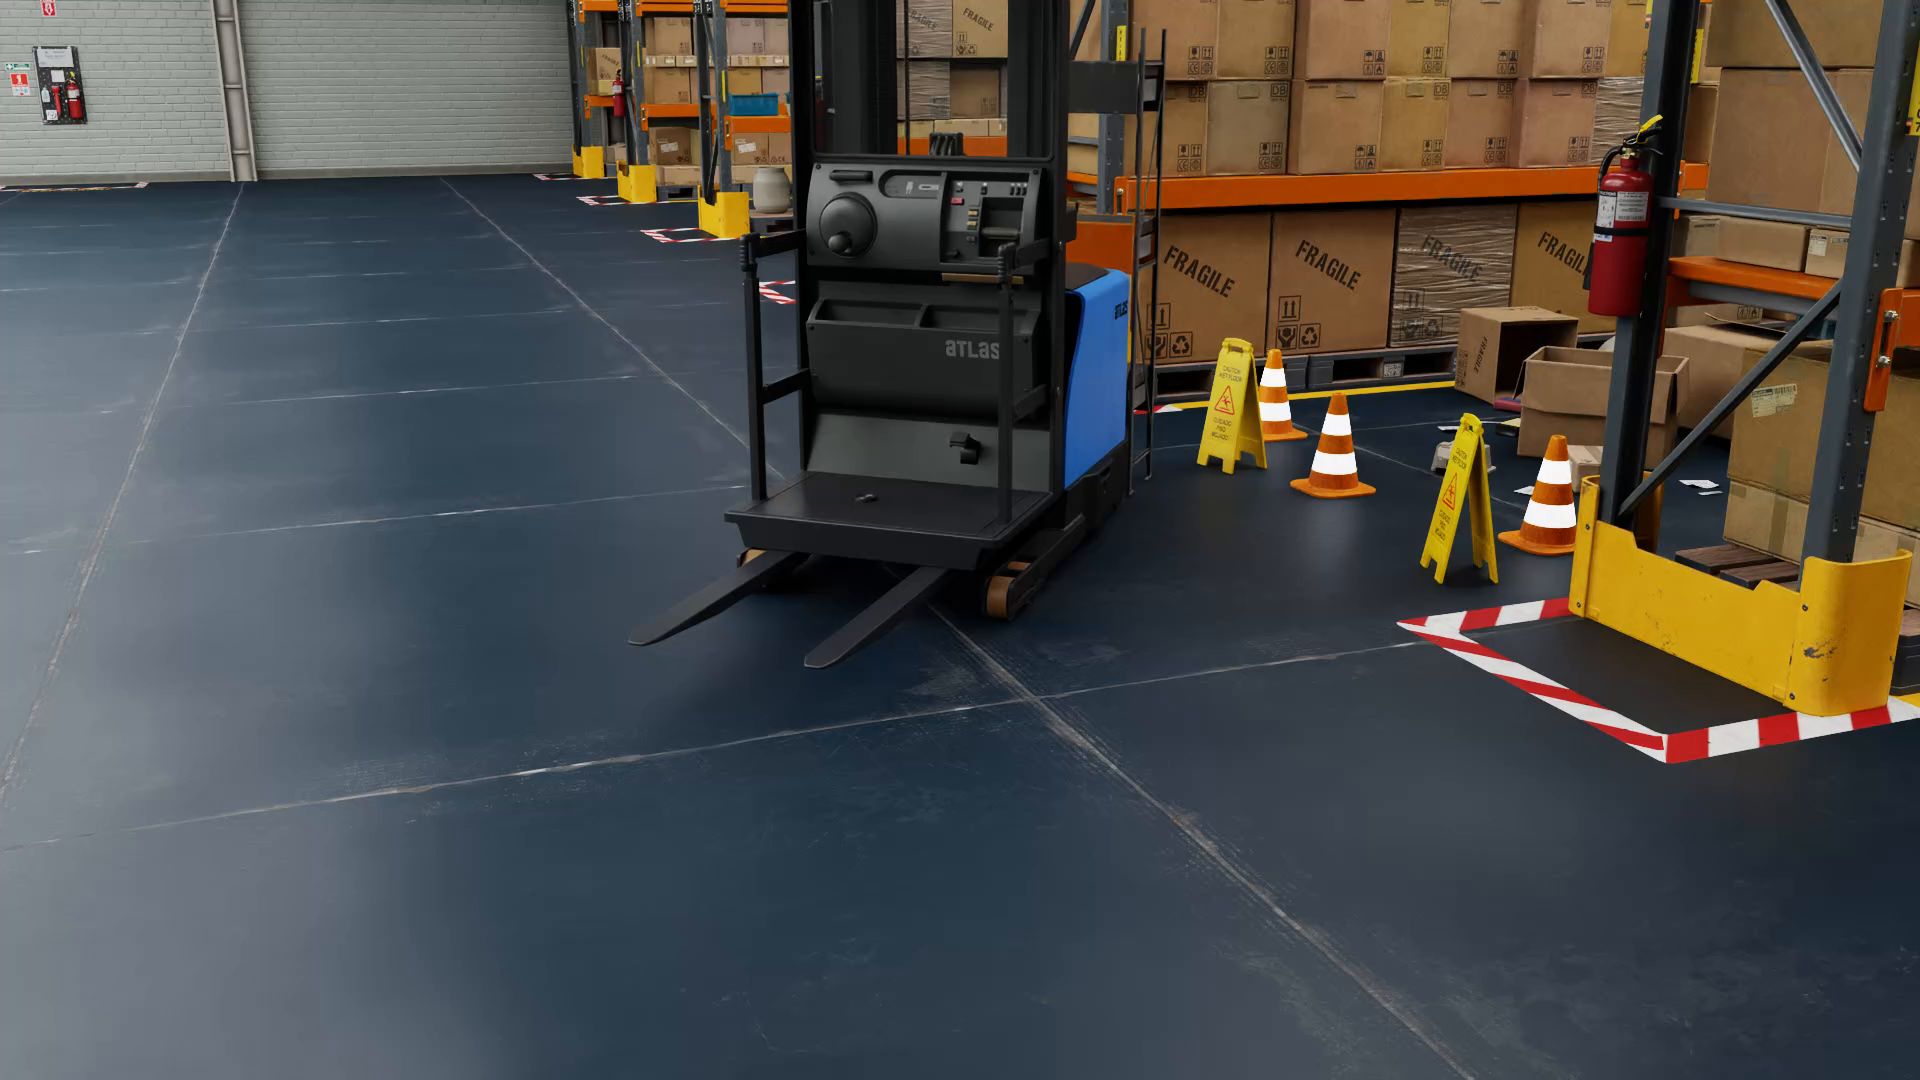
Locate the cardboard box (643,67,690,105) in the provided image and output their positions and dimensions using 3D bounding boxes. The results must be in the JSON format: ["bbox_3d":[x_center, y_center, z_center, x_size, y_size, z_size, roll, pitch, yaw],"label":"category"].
[{"bbox_3d":[-4.095,-6.349,23.216,0.500,0.500,0.700,-6,17,-20],"label":"cardboard box"}]

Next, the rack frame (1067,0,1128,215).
[{"bbox_3d":[0.686,-2.335,9.726,0.127,3.000,1.000,-6,17,-20],"label":"rack frame"}]

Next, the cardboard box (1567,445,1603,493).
[{"bbox_3d":[3.052,-0.338,7.987,0.250,0.149,0.380,3,17,9],"label":"cardboard box"}]

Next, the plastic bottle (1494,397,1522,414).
[{"bbox_3d":[3.249,-0.772,9.620,0.133,0.061,0.283,-14,21,-39],"label":"plastic bottle"}]

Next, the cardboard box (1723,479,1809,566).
[{"bbox_3d":[3.232,-0.080,6.181,0.500,0.250,0.500,-6,17,-20],"label":"cardboard box"}]

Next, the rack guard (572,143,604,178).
[{"bbox_3d":[-6.241,-6.368,27.897,0.348,0.500,1.175,-6,17,-20],"label":"rack guard"}]

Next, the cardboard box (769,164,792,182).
[{"bbox_3d":[-2.554,-5.285,23.908,0.500,0.250,0.500,-6,17,-20],"label":"cardboard box"}]

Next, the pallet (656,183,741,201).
[{"bbox_3d":[-3.837,-5.007,23.774,1.213,0.211,1.003,-6,17,-20],"label":"pallet"}]

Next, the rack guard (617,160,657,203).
[{"bbox_3d":[-4.558,-5.055,23.425,0.348,0.500,1.175,-6,17,-20],"label":"rack guard"}]

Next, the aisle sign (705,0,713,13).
[{"bbox_3d":[-2.729,-6.116,17.989,0.004,0.787,0.394,-6,17,-20],"label":"aisle sign"}]

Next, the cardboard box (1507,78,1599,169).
[{"bbox_3d":[3.575,-2.708,10.732,0.550,0.550,0.875,-6,17,-20],"label":"cardboard box"}]

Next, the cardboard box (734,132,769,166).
[{"bbox_3d":[-3.027,-5.599,23.645,0.500,0.500,0.500,-6,17,-20],"label":"cardboard box"}]

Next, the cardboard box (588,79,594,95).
[{"bbox_3d":[-5.945,-7.596,27.871,0.500,0.250,0.500,-6,17,-19],"label":"cardboard box"}]

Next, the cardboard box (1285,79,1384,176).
[{"bbox_3d":[2.090,-2.541,10.161,0.550,0.550,0.875,-6,17,-20],"label":"cardboard box"}]

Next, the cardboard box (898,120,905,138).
[{"bbox_3d":[-0.643,-3.496,14.124,0.250,0.149,0.380,-6,17,-20],"label":"cardboard box"}]

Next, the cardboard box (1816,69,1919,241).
[{"bbox_3d":[3.093,-1.208,5.184,0.500,0.500,0.500,-6,18,-21],"label":"cardboard box"}]

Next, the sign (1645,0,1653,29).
[{"bbox_3d":[2.371,-1.898,5.622,0.005,0.325,0.100,-6,17,-20],"label":"sign"}]

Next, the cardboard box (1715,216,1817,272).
[{"bbox_3d":[2.824,-1.016,5.681,0.250,0.149,0.380,-6,17,-18],"label":"cardboard box"}]

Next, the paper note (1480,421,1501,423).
[{"bbox_3d":[2.985,-0.660,9.328,0.123,0.001,0.032,3,17,9],"label":"paper note"}]

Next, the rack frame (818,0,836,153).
[{"bbox_3d":[-0.995,-3.650,14.205,0.127,3.000,1.000,-6,17,-20],"label":"rack frame"}]

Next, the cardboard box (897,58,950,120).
[{"bbox_3d":[-0.471,-3.889,14.313,0.500,0.500,0.875,-6,17,-20],"label":"cardboard box"}]

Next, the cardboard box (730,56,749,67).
[{"bbox_3d":[-3.129,-6.704,23.274,0.250,0.149,0.380,-7,18,-22],"label":"cardboard box"}]

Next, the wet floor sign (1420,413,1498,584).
[{"bbox_3d":[1.991,-0.176,6.551,0.232,0.644,0.267,0,16,-1],"label":"wet floor sign"}]

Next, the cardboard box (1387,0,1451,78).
[{"bbox_3d":[2.547,-3.140,10.286,0.500,0.550,0.875,-6,17,-20],"label":"cardboard box"}]

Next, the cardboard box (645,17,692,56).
[{"bbox_3d":[-4.046,-6.976,23.052,0.500,0.500,0.700,-6,17,-20],"label":"cardboard box"}]

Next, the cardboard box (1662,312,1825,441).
[{"bbox_3d":[4.156,-0.850,8.858,0.503,0.637,0.797,-6,17,-20],"label":"cardboard box"}]

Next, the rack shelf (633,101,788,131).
[{"bbox_3d":[-2.668,-6.113,23.869,4.000,0.370,1.077,-6,17,-20],"label":"rack shelf"}]

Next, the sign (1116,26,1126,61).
[{"bbox_3d":[0.879,-2.642,9.093,0.005,0.325,0.100,-6,17,-20],"label":"sign"}]

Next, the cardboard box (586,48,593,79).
[{"bbox_3d":[-5.948,-7.961,27.783,0.500,0.500,0.500,-6,18,-21],"label":"cardboard box"}]

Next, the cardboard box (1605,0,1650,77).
[{"bbox_3d":[4.064,-3.300,10.830,0.550,0.550,0.875,-6,17,-20],"label":"cardboard box"}]

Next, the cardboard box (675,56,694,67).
[{"bbox_3d":[-3.847,-6.626,23.011,0.250,0.149,0.380,-7,18,-22],"label":"cardboard box"}]

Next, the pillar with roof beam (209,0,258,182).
[{"bbox_3d":[-10.030,-8.999,21.771,0.400,9.000,9.100,-6,17,-20],"label":"pillar with roof beam"}]

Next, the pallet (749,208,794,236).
[{"bbox_3d":[-1.952,-3.716,19.377,1.213,0.211,1.003,-6,17,-20],"label":"pallet"}]

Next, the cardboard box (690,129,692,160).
[{"bbox_3d":[-4.398,-6.736,28.368,0.500,0.500,0.700,-7,18,-24],"label":"cardboard box"}]

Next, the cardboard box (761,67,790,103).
[{"bbox_3d":[-2.651,-6.505,23.750,0.500,0.500,0.700,-6,17,-18],"label":"cardboard box"}]

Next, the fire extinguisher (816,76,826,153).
[{"bbox_3d":[-1.267,-3.723,14.589,0.183,0.674,0.296,-6,17,-20],"label":"fire extinguisher"}]

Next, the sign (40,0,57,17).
[{"bbox_3d":[-13.935,-8.152,25.419,0.199,0.298,0.001,-6,17,-20],"label":"sign"}]

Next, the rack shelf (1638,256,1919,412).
[{"bbox_3d":[4.419,-0.899,6.114,4.000,0.370,1.077,-6,17,-20],"label":"rack shelf"}]

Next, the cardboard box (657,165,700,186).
[{"bbox_3d":[-3.956,-5.135,23.395,0.500,0.250,0.500,-6,17,-20],"label":"cardboard box"}]

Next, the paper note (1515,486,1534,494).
[{"bbox_3d":[2.722,-0.237,7.852,0.142,0.019,0.148,-14,21,-39],"label":"paper note"}]

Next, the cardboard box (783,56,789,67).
[{"bbox_3d":[-2.411,-6.780,23.536,0.250,0.149,0.380,-6,17,-18],"label":"cardboard box"}]

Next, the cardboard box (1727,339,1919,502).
[{"bbox_3d":[3.206,-0.434,6.057,0.500,0.500,0.500,-6,17,-20],"label":"cardboard box"}]

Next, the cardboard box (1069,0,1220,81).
[{"bbox_3d":[1.046,-2.952,9.645,0.550,0.550,0.875,-6,17,-20],"label":"cardboard box"}]

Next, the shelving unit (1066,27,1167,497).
[{"bbox_3d":[0.632,-1.287,7.753,0.503,2.100,0.431,6,17,20],"label":"shelving unit"}]

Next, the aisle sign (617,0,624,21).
[{"bbox_3d":[-4.702,-7.575,22.956,0.004,0.787,0.394,-6,17,-20],"label":"aisle sign"}]

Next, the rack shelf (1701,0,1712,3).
[{"bbox_3d":[10.306,-7.459,23.127,4.000,0.370,1.077,-6,17,-20],"label":"rack shelf"}]

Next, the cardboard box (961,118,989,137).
[{"bbox_3d":[0.062,-3.568,14.370,0.250,0.149,0.380,-6,17,-20],"label":"cardboard box"}]

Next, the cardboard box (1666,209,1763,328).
[{"bbox_3d":[4.968,-1.947,11.651,0.750,0.750,1.050,-6,17,-20],"label":"cardboard box"}]

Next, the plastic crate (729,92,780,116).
[{"bbox_3d":[-2.407,-5.011,19.103,0.616,0.251,0.499,-6,17,-20],"label":"plastic crate"}]

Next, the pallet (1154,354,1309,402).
[{"bbox_3d":[1.404,-1.098,10.463,1.213,0.211,1.003,-6,17,-20],"label":"pallet"}]

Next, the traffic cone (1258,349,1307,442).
[{"bbox_3d":[1.690,-0.798,8.993,0.334,0.463,0.336,-6,17,-20],"label":"traffic cone"}]

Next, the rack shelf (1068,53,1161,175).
[{"bbox_3d":[0.633,-1.946,7.560,0.480,0.518,0.431,6,17,20],"label":"rack shelf"}]

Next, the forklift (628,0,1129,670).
[{"bbox_3d":[-0.213,-1.241,6.121,1.130,2.935,3.031,6,17,19],"label":"forklift"}]

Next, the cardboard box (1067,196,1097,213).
[{"bbox_3d":[1.269,-2.883,15.282,0.500,0.500,0.500,-8,18,-25],"label":"cardboard box"}]

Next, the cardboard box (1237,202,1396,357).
[{"bbox_3d":[2.116,-1.692,10.562,0.875,0.875,0.875,-6,18,-21],"label":"cardboard box"}]

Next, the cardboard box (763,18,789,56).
[{"bbox_3d":[-2.619,-7.132,23.583,0.500,0.500,0.700,-6,17,-20],"label":"cardboard box"}]
